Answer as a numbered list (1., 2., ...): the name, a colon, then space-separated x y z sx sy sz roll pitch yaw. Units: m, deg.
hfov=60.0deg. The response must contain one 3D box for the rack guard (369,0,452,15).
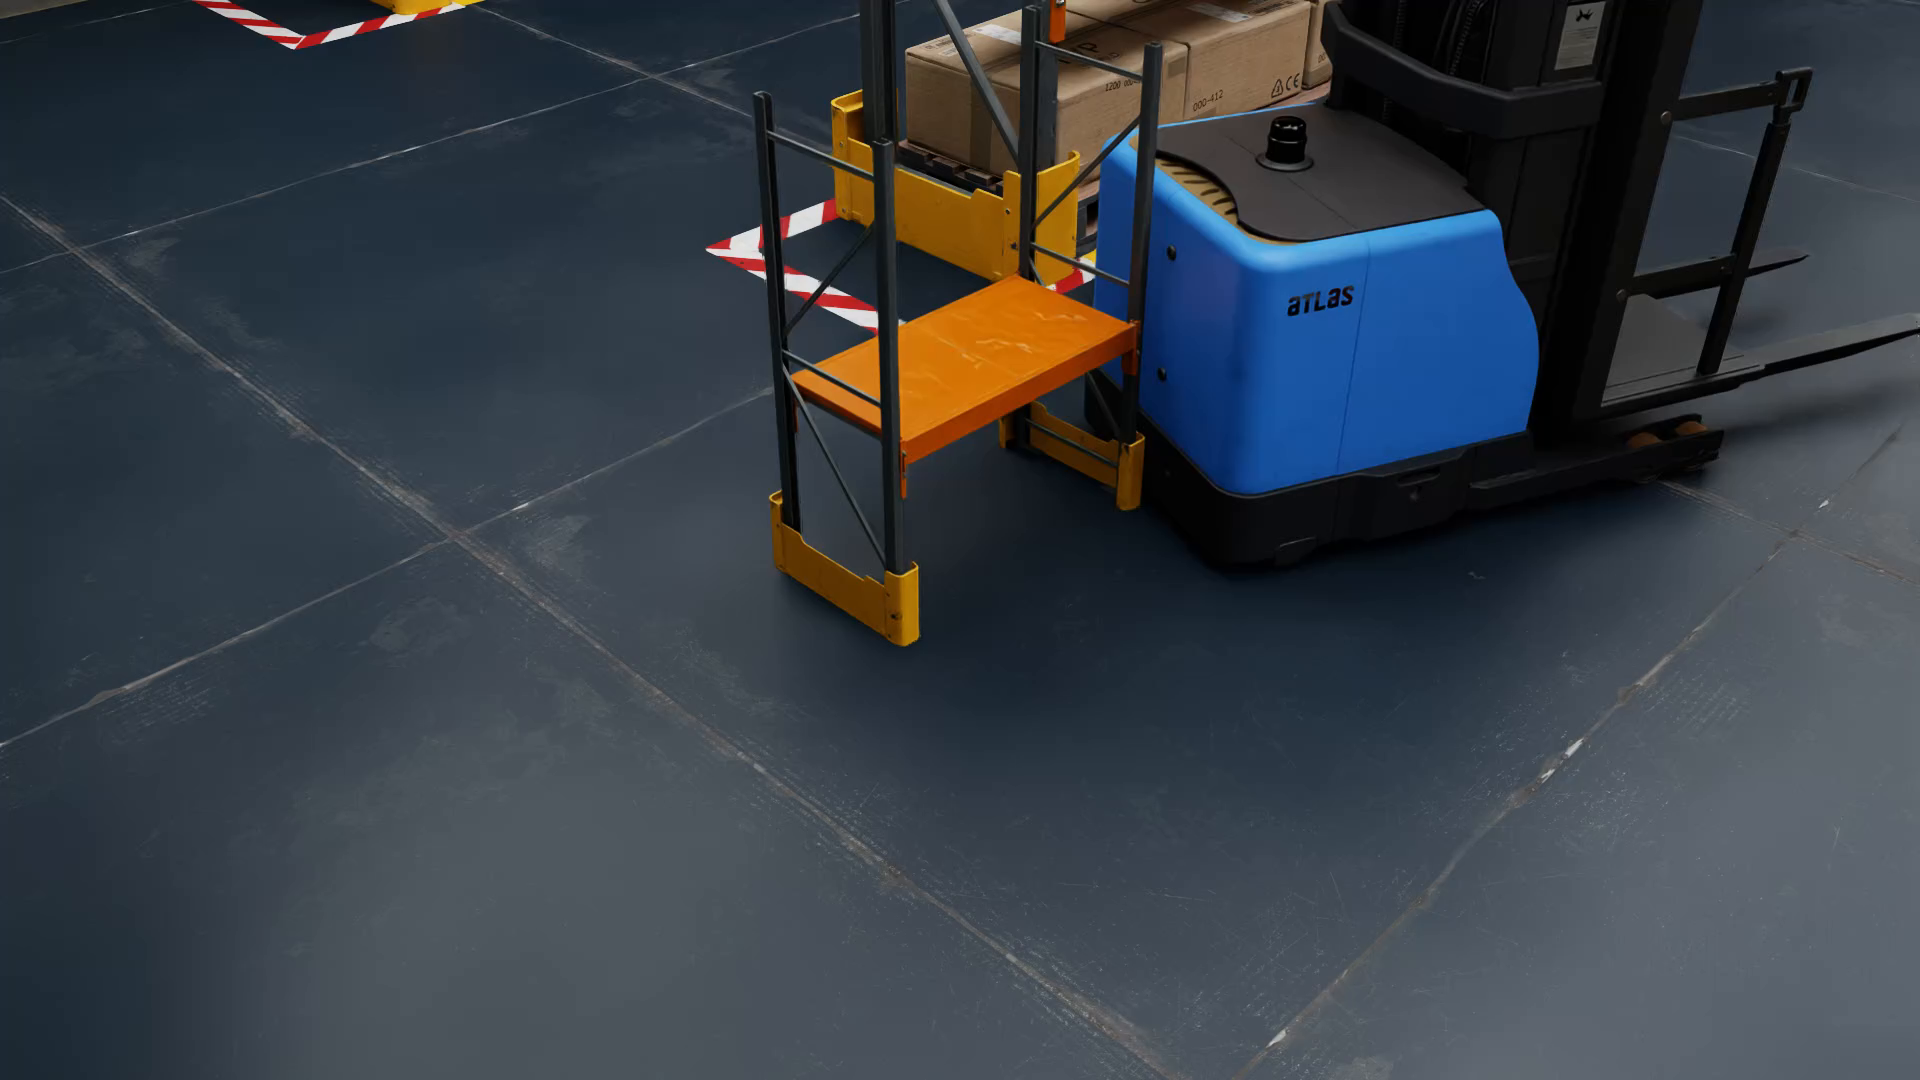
1. rack guard: -3.491 -3.519 9.859 1.175 0.500 0.348 30 45 35

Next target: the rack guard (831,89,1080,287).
1. rack guard: -0.036 -1.480 6.935 1.175 0.500 0.348 30 45 35

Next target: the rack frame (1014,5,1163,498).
1. rack frame: 0.375 -0.846 5.152 0.032 1.500 0.500 -30 45 -35

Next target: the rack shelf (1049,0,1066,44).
1. rack shelf: 1.390 -3.032 7.604 1.077 0.370 4.000 30 45 35

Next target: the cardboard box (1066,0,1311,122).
1. cardboard box: 1.013 -2.319 7.826 0.875 0.438 0.875 -29 44 -34

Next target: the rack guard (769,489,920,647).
1. rack guard: -0.345 0.076 4.923 0.087 0.250 0.587 -30 45 -35

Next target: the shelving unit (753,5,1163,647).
1. shelving unit: 0.008 -0.638 4.853 1.083 1.500 0.587 -30 45 -35

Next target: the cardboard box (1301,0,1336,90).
1. cardboard box: 1.650 -2.685 8.350 0.875 0.438 0.875 28 44 34

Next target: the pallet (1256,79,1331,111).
1. pallet: 1.348 -2.220 8.249 1.003 0.211 1.213 30 45 35

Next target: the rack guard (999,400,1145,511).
1. rack guard: 0.361 -0.326 5.499 0.087 0.250 0.587 -30 45 -35

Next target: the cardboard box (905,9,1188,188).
1. cardboard box: 0.375 -1.944 7.288 0.875 0.438 0.875 28 44 34

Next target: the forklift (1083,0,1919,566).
1. forklift: 1.995 -1.656 5.062 3.031 2.935 1.130 -13 37 -18

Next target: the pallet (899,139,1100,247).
1. pallet: 0.488 -1.727 7.542 1.003 0.211 1.213 30 45 35

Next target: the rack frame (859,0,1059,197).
1. rack frame: -0.019 -2.515 6.234 1.000 3.000 0.127 30 45 35

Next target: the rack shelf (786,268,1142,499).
1. rack shelf: 0.014 -0.494 4.961 1.000 0.185 0.538 -30 45 -35

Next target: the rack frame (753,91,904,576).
1. rack frame: -0.346 -0.436 4.565 0.032 1.500 0.500 -30 45 -35
